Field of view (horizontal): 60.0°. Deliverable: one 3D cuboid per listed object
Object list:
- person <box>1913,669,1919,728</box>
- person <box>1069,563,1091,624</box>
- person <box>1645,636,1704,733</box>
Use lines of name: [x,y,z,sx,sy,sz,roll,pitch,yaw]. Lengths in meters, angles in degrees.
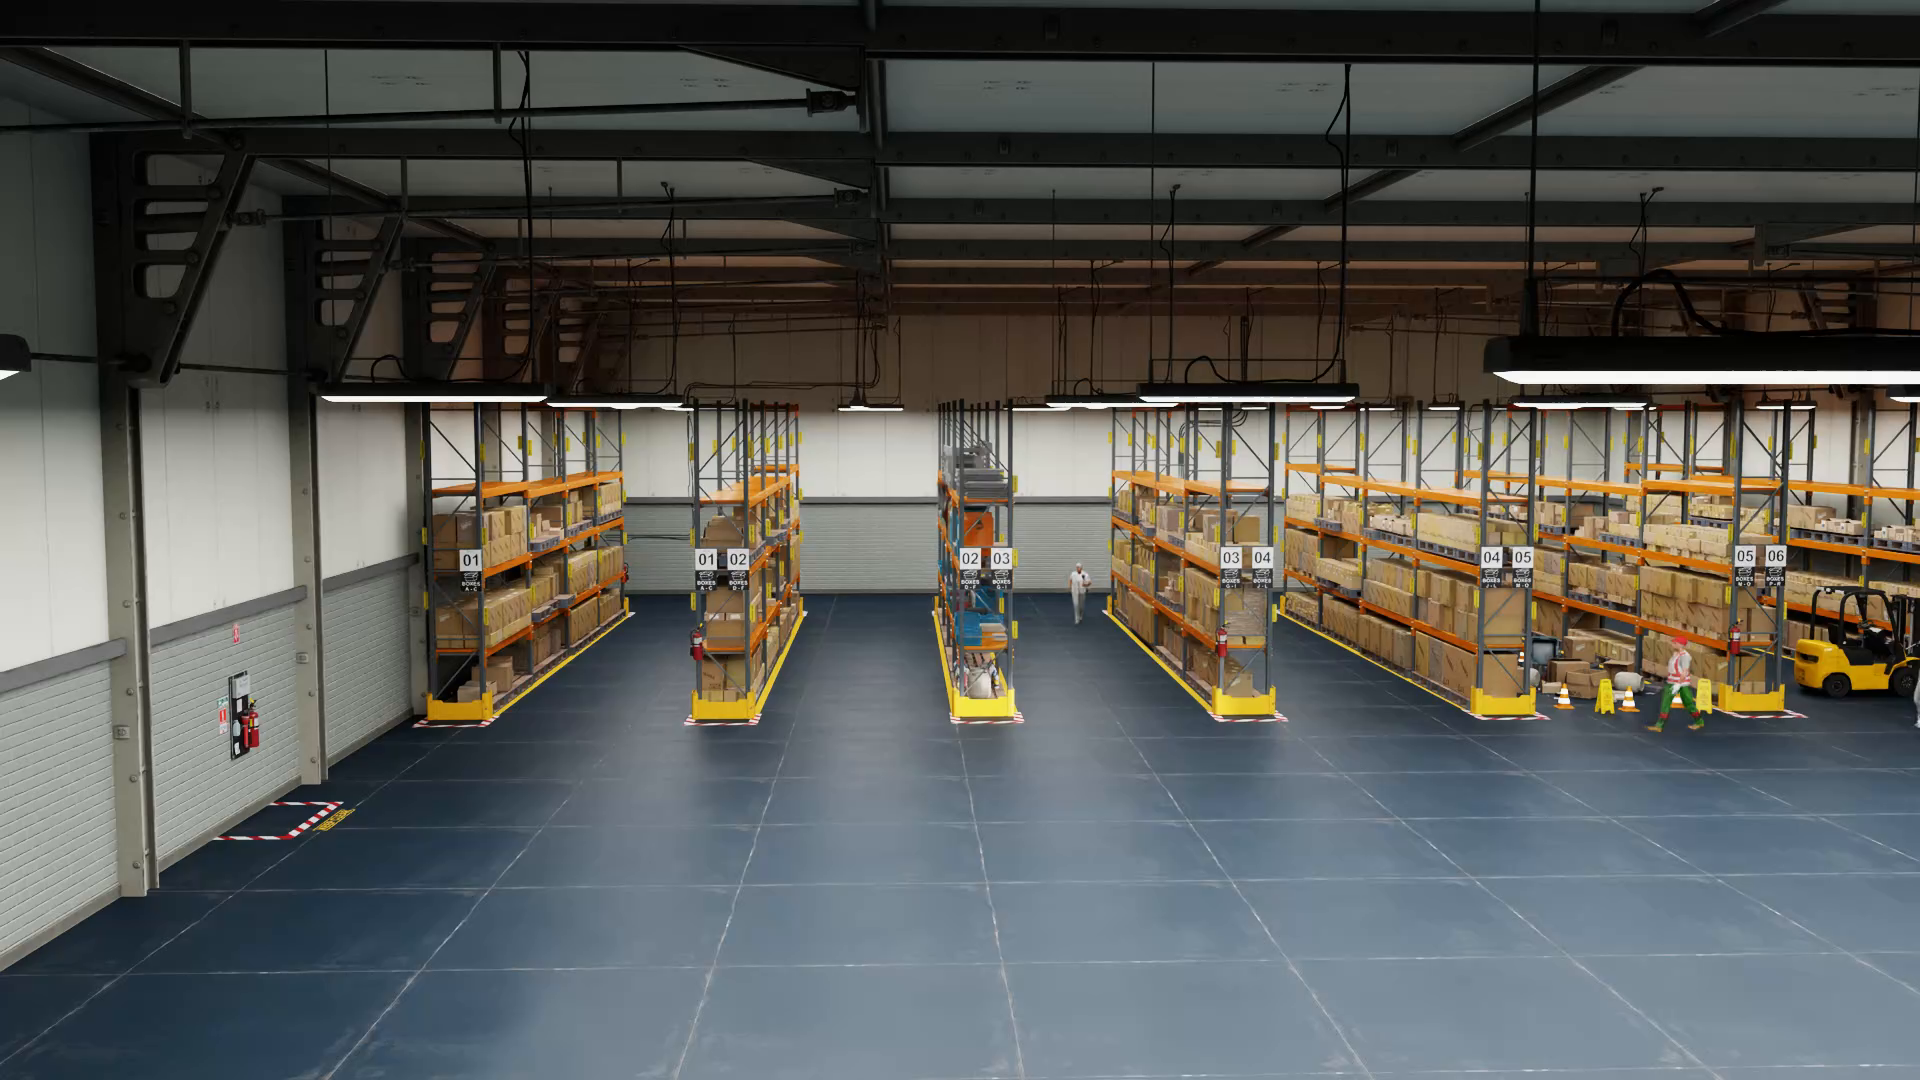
person: [17.633,2.638,30.304,0.407,1.619,0.432,-2,5,-24]
person: [3.278,1.437,45.300,0.605,1.620,1.028,0,4,0]
person: [12.860,2.589,29.767,1.063,1.753,0.493,-2,5,-24]
